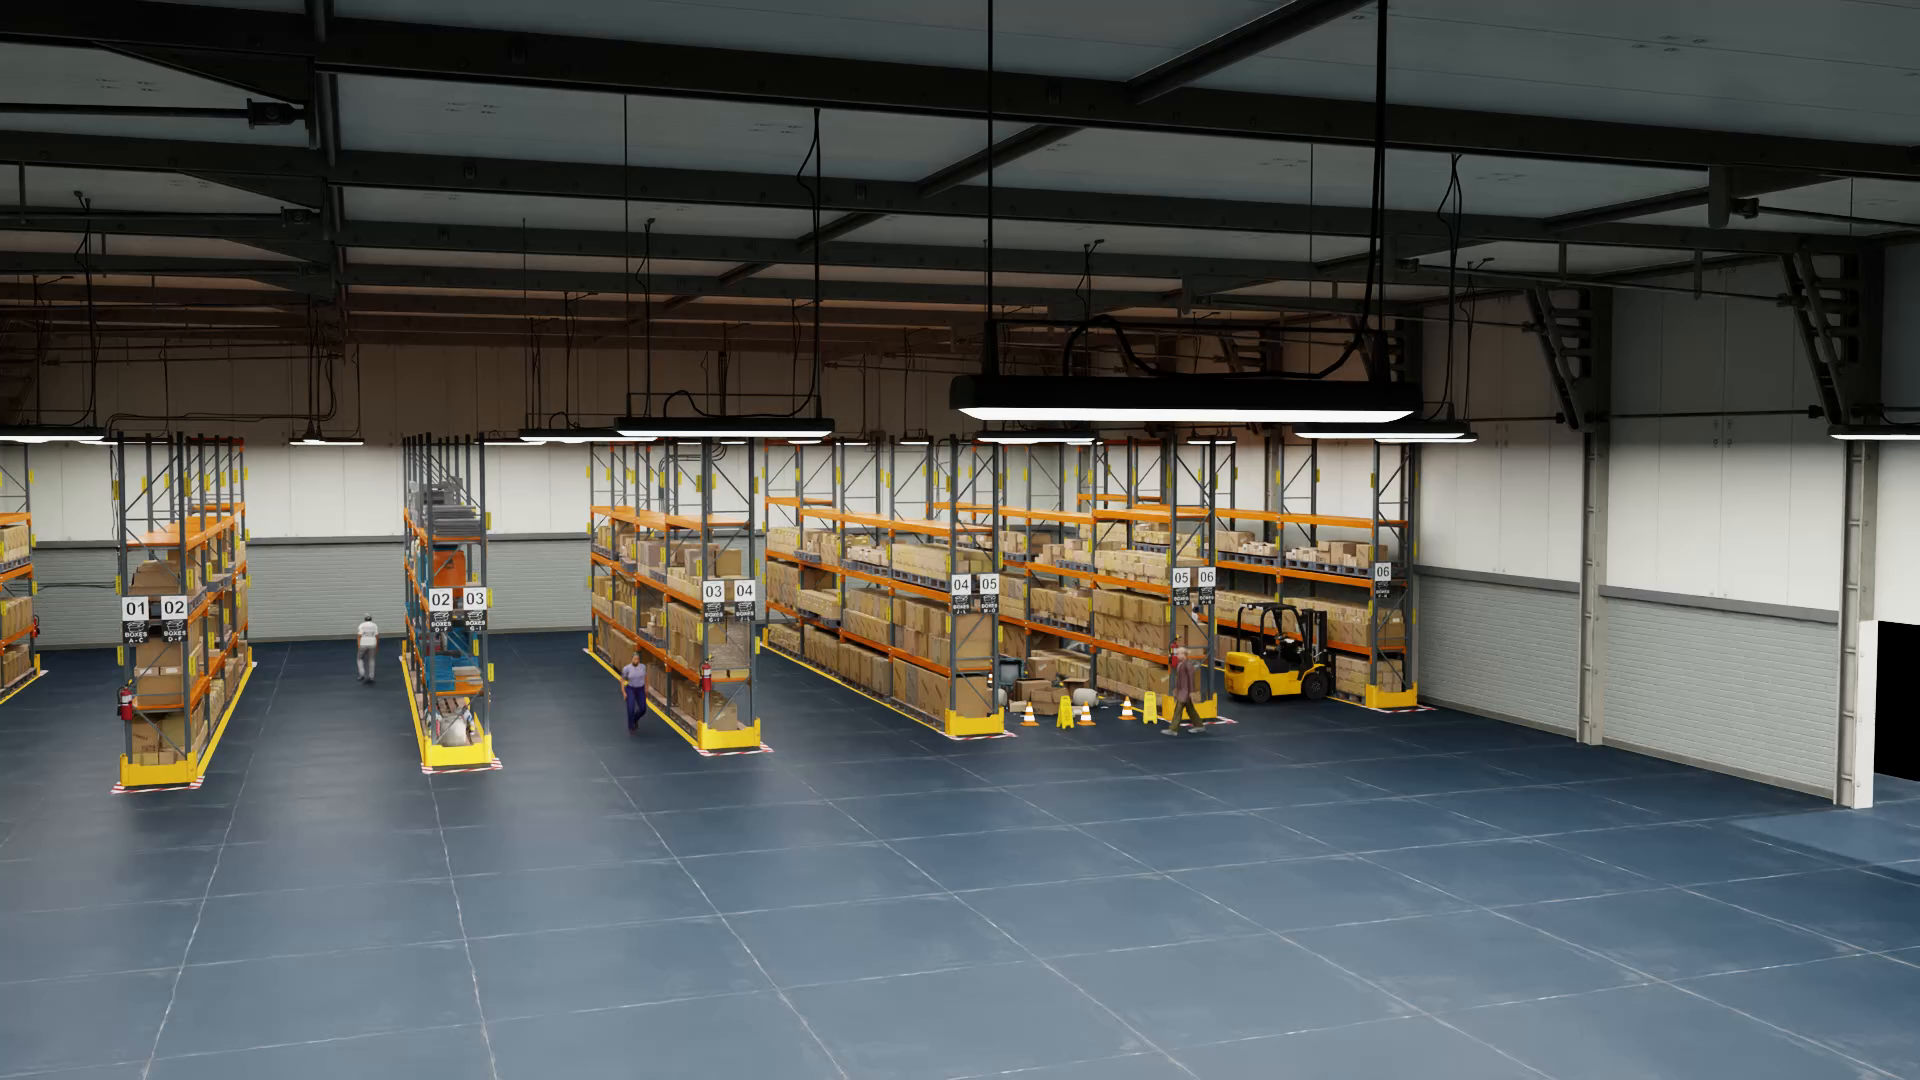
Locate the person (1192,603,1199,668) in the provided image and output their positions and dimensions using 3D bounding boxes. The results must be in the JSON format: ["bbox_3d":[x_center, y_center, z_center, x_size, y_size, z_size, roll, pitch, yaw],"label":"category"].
[{"bbox_3d":[5.900,2.488,42.445,0.568,1.808,0.542,-2,4,-35],"label":"person"}]

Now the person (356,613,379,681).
[{"bbox_3d":[-14.591,2.631,40.915,0.545,1.677,0.399,-2,4,-27],"label":"person"}]

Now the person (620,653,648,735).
[{"bbox_3d":[-6.561,3.066,33.475,0.571,1.631,0.526,-2,4,-26],"label":"person"}]

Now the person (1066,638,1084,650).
[{"bbox_3d":[3.305,2.234,46.971,0.595,1.788,0.580,-3,4,-38],"label":"person"}]

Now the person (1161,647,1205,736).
[{"bbox_3d":[4.451,3.009,33.180,0.979,1.742,0.609,0,3,-6],"label":"person"}]
